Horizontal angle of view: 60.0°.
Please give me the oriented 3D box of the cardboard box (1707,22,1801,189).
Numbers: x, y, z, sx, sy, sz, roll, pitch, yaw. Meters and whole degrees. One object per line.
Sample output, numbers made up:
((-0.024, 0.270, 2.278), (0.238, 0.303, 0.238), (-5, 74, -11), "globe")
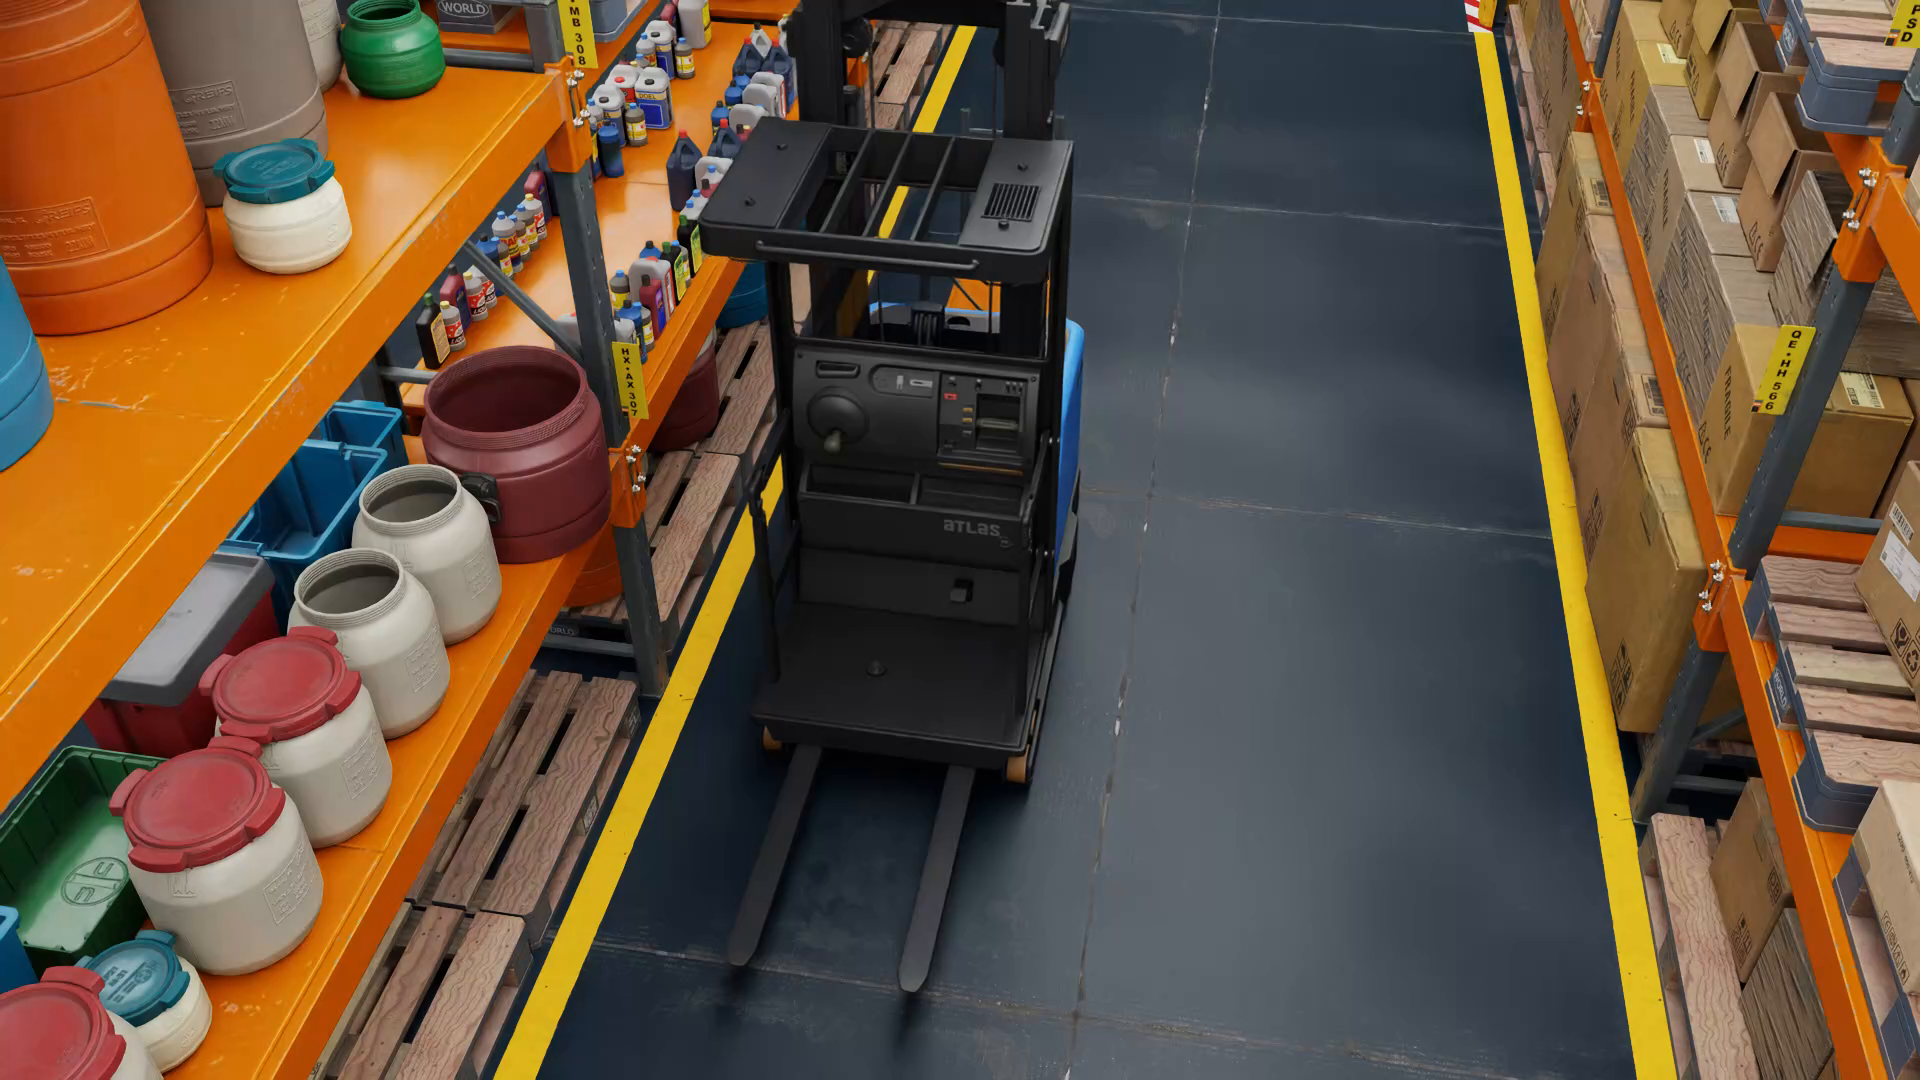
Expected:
((3.501, -1.739, 6.731), (0.797, 0.503, 0.637), (8, 40, 9), "cardboard box")

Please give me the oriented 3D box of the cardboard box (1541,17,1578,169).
((4.175, -2.850, 10.278), (0.875, 0.875, 0.875), (6, 40, 8), "cardboard box")

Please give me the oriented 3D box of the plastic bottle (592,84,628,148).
((-1.708, -2.060, 8.082), (0.152, 0.276, 0.135), (6, 40, 8), "plastic bottle")

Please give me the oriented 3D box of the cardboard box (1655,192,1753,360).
((3.154, -1.041, 6.673), (0.500, 0.500, 0.500), (5, 40, 6), "cardboard box")

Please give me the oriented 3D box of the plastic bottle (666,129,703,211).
((-1.253, -1.692, 7.578), (0.144, 0.351, 0.185), (6, 40, 8), "plastic bottle")

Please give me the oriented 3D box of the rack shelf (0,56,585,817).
((-2.091, -0.197, 3.941), (1.077, 0.370, 4.000), (6, 40, 8), "rack shelf")

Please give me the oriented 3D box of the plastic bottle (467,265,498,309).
((-2.000, -1.074, 6.947), (0.097, 0.201, 0.097), (0, 40, 0), "plastic bottle")

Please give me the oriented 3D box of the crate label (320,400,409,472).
((-2.186, -0.285, 5.969), (0.303, 0.233, 0.416), (6, 40, 8), "crate label")

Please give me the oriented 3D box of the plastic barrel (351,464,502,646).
((-1.712, 0.053, 5.341), (0.421, 0.512, 0.421), (0, 40, 0), "plastic barrel")

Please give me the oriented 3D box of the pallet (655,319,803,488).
((-1.436, -0.761, 8.602), (1.003, 0.211, 1.213), (6, 40, 8), "pallet")

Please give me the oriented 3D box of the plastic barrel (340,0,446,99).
((-1.737, -1.509, 5.085), (0.294, 0.245, 0.294), (0, 40, 0), "plastic barrel")

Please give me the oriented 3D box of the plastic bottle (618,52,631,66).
((-1.690, -2.298, 8.364), (0.061, 0.283, 0.133), (6, 40, 8), "plastic bottle")

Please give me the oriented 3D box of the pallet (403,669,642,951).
((-1.917, 0.984, 6.491), (1.003, 0.211, 1.213), (6, 40, 8), "pallet")

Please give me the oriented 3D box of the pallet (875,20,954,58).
((-0.541, -4.006, 12.526), (1.003, 0.211, 1.213), (6, 40, 8), "pallet")

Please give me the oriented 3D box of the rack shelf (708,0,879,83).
((-0.706, -4.061, 10.969), (1.077, 0.370, 4.000), (6, 40, 8), "rack shelf")

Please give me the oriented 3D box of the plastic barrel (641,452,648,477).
((-1.667, -0.449, 7.659), (0.421, 0.512, 0.421), (0, 40, 0), "plastic barrel")

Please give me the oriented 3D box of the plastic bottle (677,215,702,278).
((-1.163, -1.278, 7.130), (0.061, 0.283, 0.133), (6, 40, 8), "plastic bottle")

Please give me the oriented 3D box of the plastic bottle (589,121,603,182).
((-1.773, -1.867, 7.790), (0.144, 0.351, 0.185), (6, 40, 8), "plastic bottle")

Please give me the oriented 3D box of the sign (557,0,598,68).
((-1.201, -1.632, 5.195), (0.100, 0.325, 0.005), (6, 40, 8), "sign")

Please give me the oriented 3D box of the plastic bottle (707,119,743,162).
((-1.080, -1.760, 7.660), (0.144, 0.351, 0.185), (6, 40, 8), "plastic bottle")

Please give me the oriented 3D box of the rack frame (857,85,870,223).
((-1.052, -3.083, 9.222), (1.000, 3.000, 0.127), (6, 40, 8), "rack frame")

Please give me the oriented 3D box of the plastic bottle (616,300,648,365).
((-1.304, -0.829, 6.597), (0.097, 0.271, 0.097), (0, 40, 0), "plastic bottle")

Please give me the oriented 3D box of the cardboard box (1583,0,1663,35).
((3.644, -2.900, 8.885), (0.500, 0.250, 0.500), (6, 40, 7), "cardboard box")

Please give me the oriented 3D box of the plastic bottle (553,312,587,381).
((-1.501, -0.778, 6.531), (0.152, 0.276, 0.135), (6, 40, 8), "plastic bottle")

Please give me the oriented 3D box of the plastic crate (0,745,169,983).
((-2.413, 0.895, 4.577), (0.450, 0.188, 0.662), (6, 40, 8), "plastic crate")

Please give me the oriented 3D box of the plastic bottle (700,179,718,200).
((-1.106, -1.484, 7.379), (0.061, 0.283, 0.133), (6, 40, 8), "plastic bottle")

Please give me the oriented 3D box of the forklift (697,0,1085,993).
((-0.204, -0.410, 6.043), (1.130, 2.935, 3.031), (7, 40, 8), "forklift")

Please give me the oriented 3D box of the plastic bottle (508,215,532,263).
((-1.932, -1.318, 7.243), (0.097, 0.201, 0.097), (0, 40, 0), "plastic bottle")

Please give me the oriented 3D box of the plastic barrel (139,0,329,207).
((-2.100, -1.431, 4.476), (0.600, 0.901, 0.600), (0, 40, 0), "plastic barrel")

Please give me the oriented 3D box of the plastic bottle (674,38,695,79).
((-1.445, -2.527, 8.705), (0.097, 0.201, 0.097), (0, 40, 0), "plastic bottle")

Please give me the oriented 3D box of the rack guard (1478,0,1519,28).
((4.522, -4.099, 12.413), (1.175, 0.500, 0.348), (6, 40, 8), "rack guard")

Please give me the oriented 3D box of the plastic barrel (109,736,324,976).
((-1.928, 0.848, 4.360), (0.433, 0.535, 0.433), (0, 40, 0), "plastic barrel")

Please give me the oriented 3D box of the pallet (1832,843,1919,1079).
((2.832, 1.294, 4.078), (1.003, 0.211, 1.213), (6, 40, 8), "pallet")

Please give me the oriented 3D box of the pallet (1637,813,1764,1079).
((2.997, 1.538, 5.821), (1.003, 0.211, 1.213), (6, 40, 8), "pallet")

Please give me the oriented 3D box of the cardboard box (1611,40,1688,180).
((3.414, -1.999, 7.832), (0.500, 0.500, 0.500), (6, 40, 8), "cardboard box")

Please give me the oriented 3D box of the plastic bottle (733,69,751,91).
((-1.079, -2.207, 8.263), (0.097, 0.271, 0.097), (0, 40, 0), "plastic bottle")

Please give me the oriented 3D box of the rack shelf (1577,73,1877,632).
((3.480, -1.005, 7.273), (1.077, 0.370, 4.000), (6, 40, 8), "rack shelf")

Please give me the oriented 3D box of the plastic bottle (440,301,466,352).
((-2.057, -0.868, 6.698), (0.097, 0.201, 0.097), (0, 40, 0), "plastic bottle")

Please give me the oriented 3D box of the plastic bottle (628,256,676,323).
((-1.271, -1.051, 6.862), (0.152, 0.276, 0.135), (6, 40, 8), "plastic bottle")

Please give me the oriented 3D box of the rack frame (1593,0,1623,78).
((3.826, -2.537, 8.562), (1.000, 3.000, 0.127), (6, 40, 8), "rack frame")

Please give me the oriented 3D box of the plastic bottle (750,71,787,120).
((-0.953, -2.207, 8.259), (0.152, 0.276, 0.135), (6, 40, 8), "plastic bottle")

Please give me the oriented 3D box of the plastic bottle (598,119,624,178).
((-1.647, -1.851, 7.832), (0.097, 0.271, 0.097), (0, 40, 0), "plastic bottle")

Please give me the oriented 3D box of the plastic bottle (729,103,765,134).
((-1.016, -1.977, 7.981), (0.152, 0.276, 0.135), (6, 40, 8), "plastic bottle")

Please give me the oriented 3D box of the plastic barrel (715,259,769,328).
((-1.286, -1.653, 8.809), (0.600, 0.901, 0.708), (6, 40, 8), "plastic barrel")

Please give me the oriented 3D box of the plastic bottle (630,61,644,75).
((-1.652, -2.337, 8.475), (0.097, 0.201, 0.097), (0, 40, 0), "plastic bottle")

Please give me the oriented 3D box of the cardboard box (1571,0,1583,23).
((3.645, -2.991, 9.307), (0.380, 0.149, 0.250), (6, 40, 7), "cardboard box")

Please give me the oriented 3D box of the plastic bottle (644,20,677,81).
((-1.571, -2.557, 8.683), (0.152, 0.276, 0.135), (6, 40, 8), "plastic bottle")

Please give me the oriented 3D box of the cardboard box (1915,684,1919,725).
((3.082, 0.477, 4.507), (0.700, 0.500, 0.500), (12, 41, 14), "cardboard box")

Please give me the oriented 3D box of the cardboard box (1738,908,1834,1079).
((2.954, 1.539, 5.248), (0.700, 0.500, 0.500), (3, 40, 4), "cardboard box")

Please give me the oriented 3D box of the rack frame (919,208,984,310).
((0.071, -0.828, 7.671), (0.500, 1.500, 0.032), (7, 40, 8), "rack frame")

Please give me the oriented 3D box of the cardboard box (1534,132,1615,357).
((3.735, -1.476, 8.616), (1.225, 0.875, 0.875), (7, 40, 8), "cardboard box")

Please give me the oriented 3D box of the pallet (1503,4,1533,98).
((4.457, -3.462, 11.869), (1.003, 0.211, 1.213), (6, 40, 8), "pallet")

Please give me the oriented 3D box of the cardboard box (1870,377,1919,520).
((3.486, -0.340, 5.826), (0.500, 0.500, 0.500), (8, 40, 9), "cardboard box")

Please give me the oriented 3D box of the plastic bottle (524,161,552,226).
((-1.897, -1.546, 7.455), (0.061, 0.283, 0.133), (6, 40, 8), "plastic bottle")

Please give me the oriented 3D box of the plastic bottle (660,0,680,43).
((-1.559, -2.772, 8.937), (0.061, 0.283, 0.133), (6, 40, 8), "plastic bottle")

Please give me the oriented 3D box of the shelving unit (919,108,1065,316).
((0.163, -1.152, 8.063), (0.587, 1.500, 1.083), (7, 40, 8), "shelving unit")

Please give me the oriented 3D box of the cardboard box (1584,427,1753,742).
((3.274, 0.199, 6.590), (1.225, 0.875, 0.875), (5, 40, 6), "cardboard box")
